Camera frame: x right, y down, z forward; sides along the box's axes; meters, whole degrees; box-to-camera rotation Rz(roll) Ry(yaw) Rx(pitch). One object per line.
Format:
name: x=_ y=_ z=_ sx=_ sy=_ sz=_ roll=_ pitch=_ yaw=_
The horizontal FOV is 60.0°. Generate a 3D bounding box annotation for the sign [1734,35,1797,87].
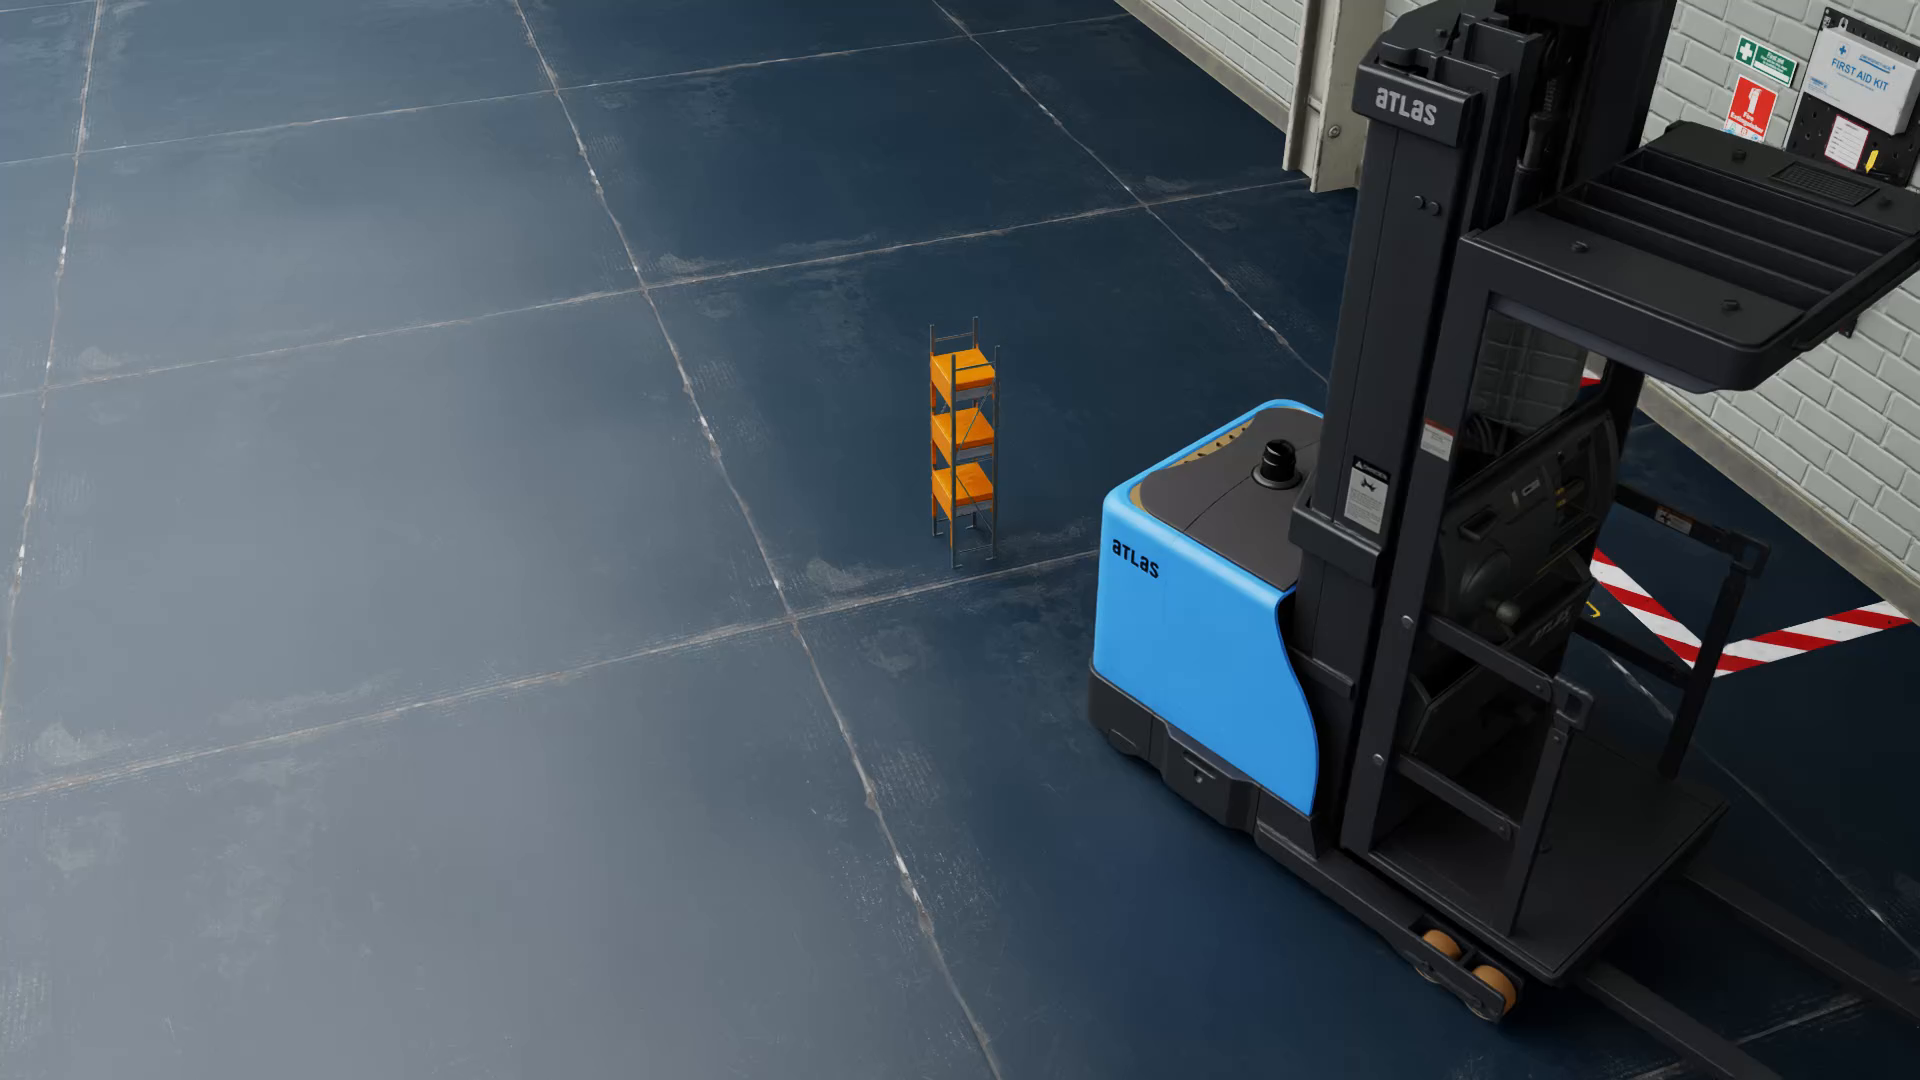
sign: x=3.361 y=-2.002 z=6.945 sx=0.001 sy=0.109 sz=0.331 roll=-12 pitch=39 yaw=-16

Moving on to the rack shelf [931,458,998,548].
rack shelf: x=0.018 y=-0.159 z=7.068 sx=0.215 sy=0.259 sz=0.240 roll=-12 pitch=39 yaw=-16

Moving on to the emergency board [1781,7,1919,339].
emergency board: x=3.461 y=-1.447 z=6.678 sx=0.194 sy=1.169 sz=0.643 roll=-12 pitch=39 yaw=-16

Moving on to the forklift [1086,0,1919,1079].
forklift: x=1.840 y=-0.012 z=4.830 sx=1.130 sy=2.935 sz=3.031 roll=-29 pitch=46 yaw=-33

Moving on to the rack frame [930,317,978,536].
rack frame: x=-0.024 y=-0.458 z=6.986 sx=0.200 sy=1.050 sz=0.008 roll=-12 pitch=39 yaw=-16

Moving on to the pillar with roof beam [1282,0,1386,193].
pillar with roof beam: x=-1.831 y=-4.937 z=6.326 sx=9.100 sy=9.000 sz=0.400 roll=-12 pitch=39 yaw=-16

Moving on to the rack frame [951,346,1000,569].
rack frame: x=0.060 y=-0.320 z=6.803 sx=0.200 sy=1.050 sz=0.008 roll=-12 pitch=39 yaw=-16

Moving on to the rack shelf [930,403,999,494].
rack shelf: x=0.018 y=-0.381 z=6.900 sx=0.215 sy=0.259 sz=0.240 roll=-12 pitch=39 yaw=-16

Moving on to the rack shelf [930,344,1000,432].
rack shelf: x=0.018 y=-0.607 z=6.730 sx=0.215 sy=0.259 sz=0.240 roll=-12 pitch=39 yaw=-16

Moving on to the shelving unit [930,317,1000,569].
shelving unit: x=0.018 y=-0.389 z=6.894 sx=0.215 sy=1.050 sz=0.252 roll=-12 pitch=39 yaw=-16

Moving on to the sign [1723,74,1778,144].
sign: x=3.368 y=-1.795 z=7.110 sx=0.001 sy=0.329 sz=0.234 roll=-12 pitch=39 yaw=-16
